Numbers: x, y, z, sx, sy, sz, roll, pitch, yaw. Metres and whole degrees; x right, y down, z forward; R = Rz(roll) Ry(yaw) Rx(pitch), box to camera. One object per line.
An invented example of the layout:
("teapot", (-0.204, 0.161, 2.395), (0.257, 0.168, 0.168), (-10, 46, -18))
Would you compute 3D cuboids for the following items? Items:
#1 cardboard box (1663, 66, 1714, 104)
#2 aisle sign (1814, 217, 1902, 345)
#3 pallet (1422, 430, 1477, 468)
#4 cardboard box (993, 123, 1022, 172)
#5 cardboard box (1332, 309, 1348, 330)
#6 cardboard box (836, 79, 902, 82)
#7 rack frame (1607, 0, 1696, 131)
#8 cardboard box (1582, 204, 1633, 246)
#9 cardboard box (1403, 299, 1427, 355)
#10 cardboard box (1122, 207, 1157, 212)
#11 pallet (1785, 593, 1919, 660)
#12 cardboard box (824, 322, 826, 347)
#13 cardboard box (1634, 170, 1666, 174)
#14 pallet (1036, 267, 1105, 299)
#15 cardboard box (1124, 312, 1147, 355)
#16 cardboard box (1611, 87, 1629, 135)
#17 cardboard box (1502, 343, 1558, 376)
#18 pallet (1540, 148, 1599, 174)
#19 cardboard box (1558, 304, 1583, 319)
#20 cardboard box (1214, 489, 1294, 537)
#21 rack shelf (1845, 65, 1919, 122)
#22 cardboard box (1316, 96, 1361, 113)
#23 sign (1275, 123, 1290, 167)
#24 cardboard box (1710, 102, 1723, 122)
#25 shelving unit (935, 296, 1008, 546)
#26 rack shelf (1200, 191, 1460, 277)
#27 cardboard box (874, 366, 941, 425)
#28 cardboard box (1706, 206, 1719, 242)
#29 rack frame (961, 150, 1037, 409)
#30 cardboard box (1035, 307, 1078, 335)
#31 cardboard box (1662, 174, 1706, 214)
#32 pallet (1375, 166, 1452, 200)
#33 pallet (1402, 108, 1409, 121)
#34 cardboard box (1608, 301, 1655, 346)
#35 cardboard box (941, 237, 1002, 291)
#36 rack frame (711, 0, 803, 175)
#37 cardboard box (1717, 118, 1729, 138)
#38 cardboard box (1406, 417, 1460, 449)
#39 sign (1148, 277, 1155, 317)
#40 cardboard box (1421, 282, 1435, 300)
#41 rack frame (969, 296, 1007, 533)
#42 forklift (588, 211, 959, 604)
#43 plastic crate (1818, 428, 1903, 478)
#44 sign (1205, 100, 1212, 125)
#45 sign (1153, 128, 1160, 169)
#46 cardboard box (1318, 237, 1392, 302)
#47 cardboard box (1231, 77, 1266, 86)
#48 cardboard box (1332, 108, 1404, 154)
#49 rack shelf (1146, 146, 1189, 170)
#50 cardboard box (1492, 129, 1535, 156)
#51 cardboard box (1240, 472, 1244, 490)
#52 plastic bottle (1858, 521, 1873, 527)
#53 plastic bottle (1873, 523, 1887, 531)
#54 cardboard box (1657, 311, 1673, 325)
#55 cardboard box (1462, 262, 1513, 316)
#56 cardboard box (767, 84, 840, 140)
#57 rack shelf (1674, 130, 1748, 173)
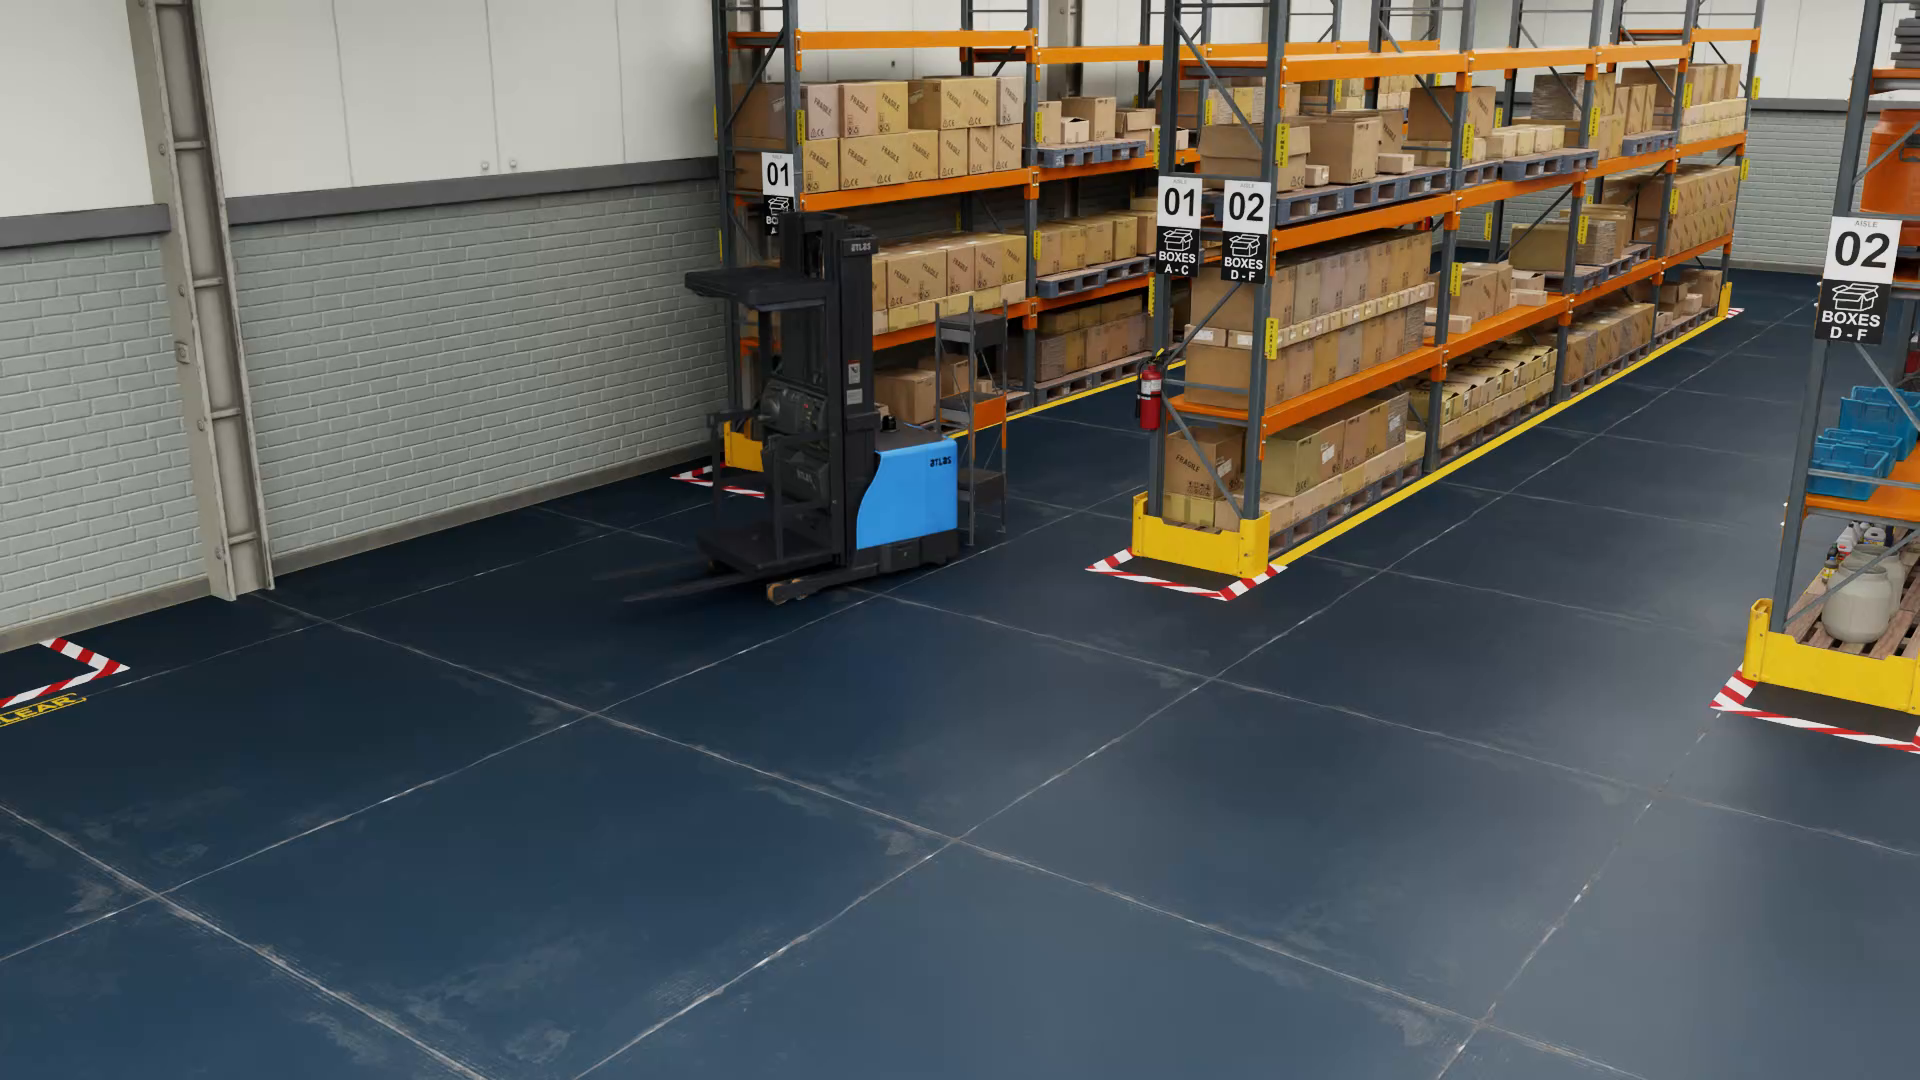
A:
("cardboard box", (10.157, -6.409, 23.410), (0.700, 0.500, 0.500), (12, 21, 35))
("aisle sign", (5.738, -1.657, 10.637), (0.394, 0.787, 0.004), (12, 21, 35))
("pallet", (4.835, -1.059, 17.799), (1.003, 0.211, 1.213), (12, 21, 35))
("cardboard box", (0.342, -4.408, 18.621), (0.500, 0.500, 0.500), (13, 22, 36))
("cardboard box", (3.216, -1.976, 14.786), (0.380, 0.149, 0.250), (12, 21, 34))
("cardboard box", (-0.957, -4.610, 17.586), (0.500, 0.500, 0.500), (12, 21, 35))
("rack frame", (9.194, -6.979, 22.044), (1.000, 3.000, 0.127), (12, 21, 35))
("cardboard box", (8.732, -4.289, 22.621), (0.700, 0.500, 0.500), (5, 18, 16))
("cardboard box", (4.168, -2.150, 16.439), (0.700, 0.500, 0.500), (12, 21, 33))
("cardboard box", (2.558, -4.180, 22.236), (0.700, 0.500, 0.500), (10, 20, 28))
("pallet", (6.515, 0.733, 12.027), (1.003, 0.211, 1.213), (12, 21, 35))
("cardboard box", (-1.391, -2.128, 16.759), (0.500, 0.250, 0.500), (12, 21, 33))
("cardboard box", (10.191, -5.168, 24.472), (0.500, 0.500, 0.500), (12, 21, 34))
("pallet", (1.019, -3.148, 20.146), (1.003, 0.211, 1.213), (12, 21, 35))
("cardboard box", (2.042, -2.769, 22.077), (0.700, 0.500, 0.500), (12, 21, 35))
("cardboard box", (8.042, -5.417, 21.028), (0.600, 0.600, 0.600), (11, 21, 33))
("cardboard box", (6.696, -2.148, 19.586), (0.500, 0.311, 0.500), (13, 22, 36))
("pallet", (6.478, -4.326, 18.878), (1.213, 0.211, 1.003), (14, 22, 37))
("cardboard box", (7.815, -3.059, 21.744), (0.500, 0.250, 0.500), (12, 21, 34))
("cardboard box", (2.542, -0.232, 14.360), (0.500, 0.250, 0.500), (12, 21, 35))
("rack shelf", (7.211, -3.187, 11.719), (1.077, 0.370, 4.000), (12, 21, 35))
("cardboard box", (5.836, -6.716, 25.630), (0.500, 0.250, 0.500), (12, 21, 35))
("sign", (2.486, -3.044, 12.824), (0.100, 0.325, 0.005), (12, 21, 35))
("cardboard box", (10.584, -6.141, 23.814), (0.500, 0.250, 0.500), (12, 21, 35))
("shelving unit", (0.099, -1.042, 14.559), (0.431, 2.100, 0.503), (12, 21, 35))
("rack shelf", (3.235, -2.821, 14.926), (1.077, 0.370, 4.000), (12, 21, 35))
("cardboard box", (-0.636, -1.597, 18.302), (0.700, 0.500, 0.500), (11, 20, 31))
("cardboard box", (10.921, -4.718, 24.709), (0.500, 0.500, 0.500), (13, 21, 35))
("rack frame", (0.446, -3.083, 19.614), (1.000, 3.000, 0.127), (12, 21, 35))
("cardboard box", (1.131, -2.741, 20.722), (0.500, 0.250, 0.500), (12, 21, 34))
("cardboard box", (10.314, -4.947, 23.762), (0.500, 0.500, 0.500), (12, 21, 33))
("pallet", (3.939, -3.391, 15.697), (1.003, 0.211, 1.213), (12, 21, 35))
("pallet", (7.163, -7.153, 27.811), (1.003, 0.211, 1.213), (12, 21, 35))
("cardboard box", (9.130, -2.962, 22.698), (0.500, 0.500, 0.500), (12, 21, 34))
("cardboard box", (0.120, -3.092, 18.597), (0.500, 0.500, 0.500), (12, 21, 34))
("rack frame", (-1.937, -4.995, 15.656), (1.000, 3.000, 0.127), (12, 21, 35))
("cardboard box", (10.888, -6.020, 24.267), (0.500, 0.250, 0.500), (12, 21, 35))
("cardboard box", (4.866, -1.148, 17.312), (0.500, 0.250, 0.500), (12, 21, 33))
("sign", (1.616, -2.021, 13.843), (0.100, 0.325, 0.005), (12, 21, 35))
("cardboard box", (4.437, -2.464, 16.357), (0.380, 0.149, 0.250), (12, 21, 35))
("rack frame", (0.244, -1.100, 14.746), (0.400, 2.100, 0.015), (12, 21, 35))
("forklift", (-1.498, -1.070, 13.247), (3.031, 2.935, 1.130), (-12, 21, -34))
("plastic crate", (6.469, -0.634, 11.980), (0.499, 0.251, 0.408), (12, 21, 35))
("sign", (3.264, -5.619, 21.850), (0.100, 0.325, 0.005), (12, 21, 35))
("sign", (1.616, -3.173, 13.485), (0.100, 0.325, 0.005), (12, 21, 35))
("cardboard box", (3.569, -2.529, 15.475), (0.700, 0.500, 0.500), (12, 21, 35))
("cardboard box", (4.266, -6.716, 24.081), (0.500, 0.250, 0.500), (12, 21, 33))
("cardboard box", (3.915, -3.883, 16.019), (0.500, 0.500, 0.500), (15, 22, 39))
("rack shelf", (4.021, -5.601, 23.878), (1.077, 0.370, 4.000), (12, 21, 35))
("cardboard box", (5.937, -4.342, 18.156), (0.500, 0.250, 0.500), (12, 21, 34))
("cardboard box", (2.414, -0.444, 15.045), (0.500, 0.250, 0.500), (12, 21, 35))
("plastic bottle", (7.476, -0.114, 13.776), (0.144, 0.351, 0.185), (11, 21, 32))
("plastic bottle", (7.599, -0.065, 13.753), (0.097, 0.271, 0.097), (0, 17, 0))
("cardboard box", (10.125, -3.241, 24.157), (0.380, 0.166, 0.250), (12, 21, 35))
("cardboard box", (5.824, -2.807, 18.555), (0.500, 0.500, 0.500), (11, 20, 32))
("cardboard box", (-1.513, -4.147, 16.092), (0.500, 0.500, 0.500), (11, 20, 31))
("rack shelf", (10.385, -5.679, 24.130), (1.077, 0.370, 4.000), (12, 21, 35))
